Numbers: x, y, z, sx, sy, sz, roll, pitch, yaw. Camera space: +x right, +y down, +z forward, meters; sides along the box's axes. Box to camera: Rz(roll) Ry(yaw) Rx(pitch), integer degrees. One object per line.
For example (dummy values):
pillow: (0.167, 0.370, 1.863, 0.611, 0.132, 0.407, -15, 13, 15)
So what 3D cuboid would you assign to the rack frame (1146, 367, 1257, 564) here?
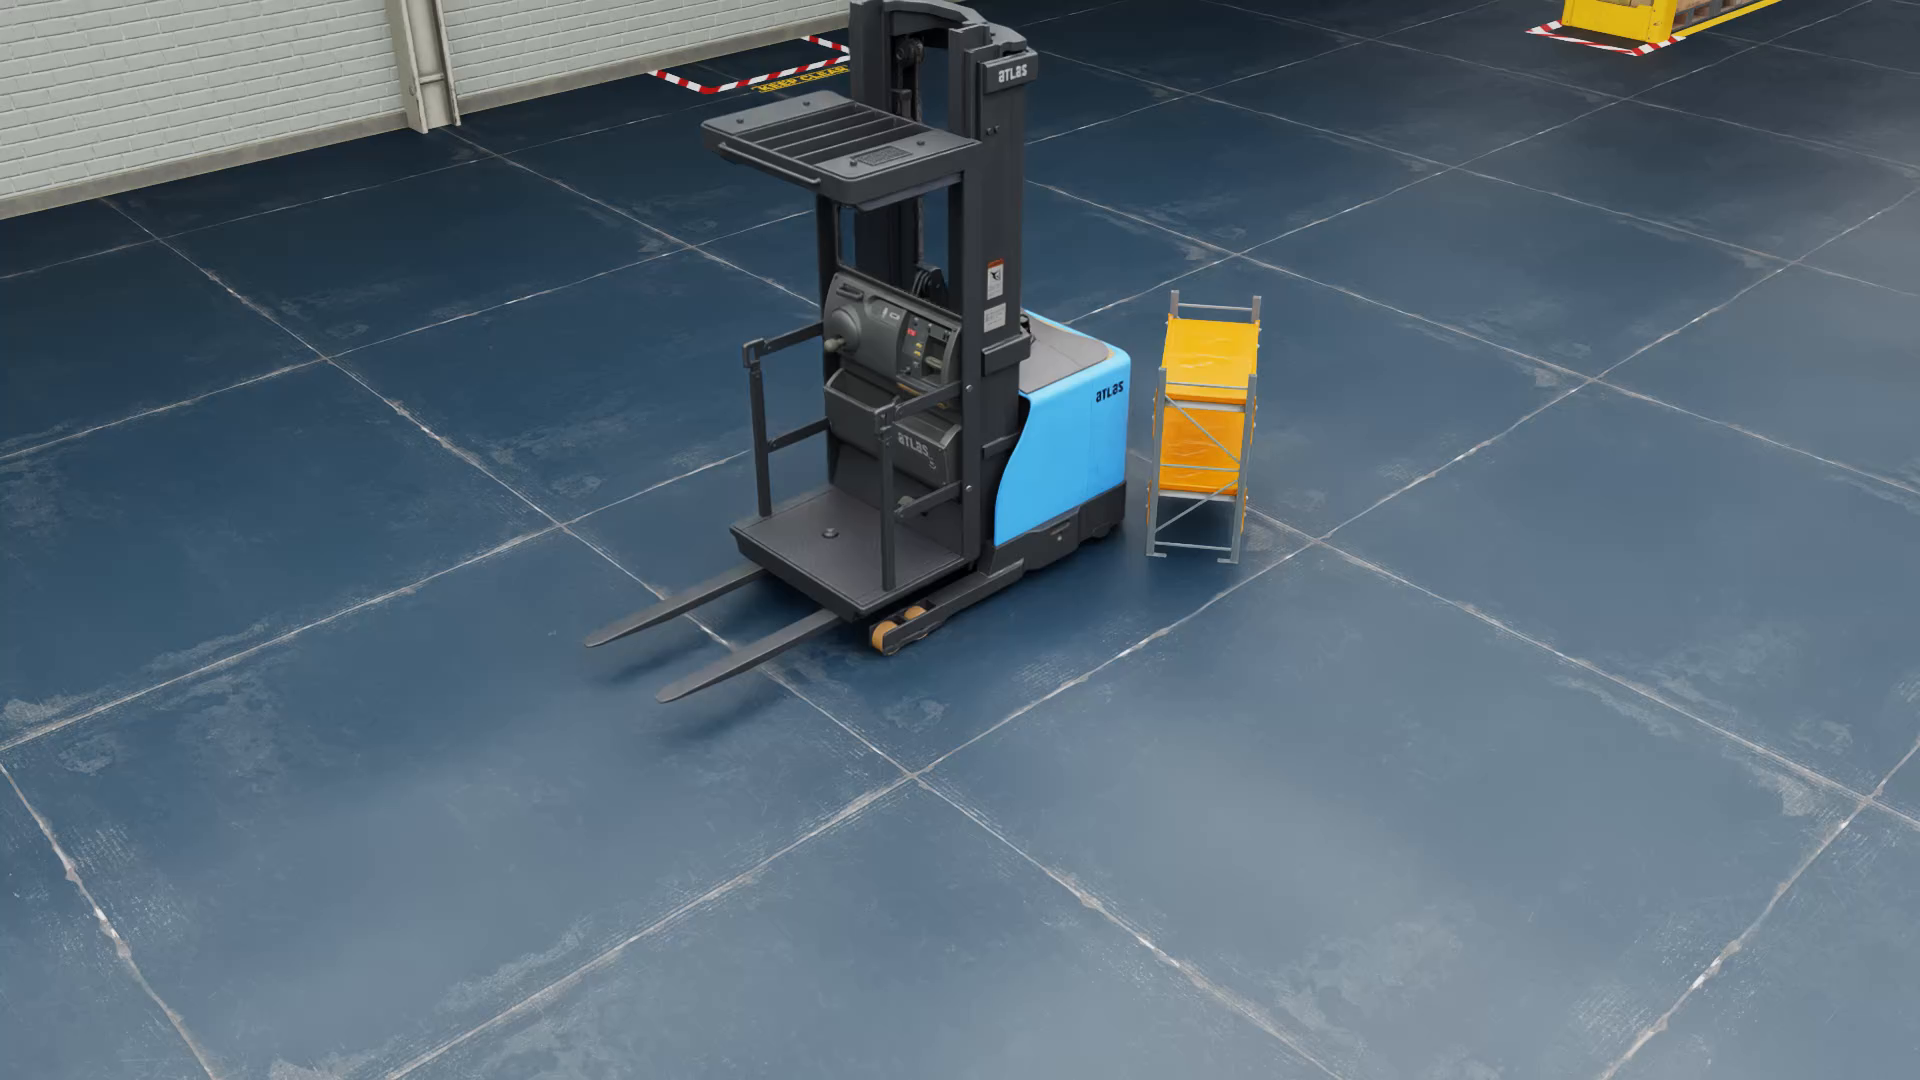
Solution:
rack frame: (1.266, -0.379, 8.792, 0.500, 1.125, 0.032, 5, 32, 8)

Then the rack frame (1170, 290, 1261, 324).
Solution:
rack frame: (1.440, -0.902, 9.647, 0.500, 1.125, 0.032, 5, 32, 8)

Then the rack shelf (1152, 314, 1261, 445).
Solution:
rack shelf: (1.353, -0.890, 9.067, 0.538, 0.278, 1.000, 5, 32, 8)

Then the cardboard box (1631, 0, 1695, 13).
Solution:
cardboard box: (7.852, -6.070, 18.534, 0.500, 0.250, 0.500, -26, 40, -35)

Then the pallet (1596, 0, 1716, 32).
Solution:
pallet: (7.840, -6.056, 18.951, 1.213, 0.211, 1.003, -26, 40, -35)

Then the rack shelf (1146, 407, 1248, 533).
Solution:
rack shelf: (1.353, -0.432, 9.347, 0.538, 0.278, 1.000, 5, 32, 8)

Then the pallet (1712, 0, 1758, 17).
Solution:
pallet: (8.734, -6.487, 19.655, 1.213, 0.211, 1.003, -26, 40, -35)

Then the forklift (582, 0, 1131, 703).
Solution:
forklift: (-0.495, -0.984, 8.049, 3.031, 2.935, 1.130, -26, 40, -36)

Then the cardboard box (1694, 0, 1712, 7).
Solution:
cardboard box: (8.216, -6.248, 18.826, 0.500, 0.250, 0.500, -26, 40, -35)

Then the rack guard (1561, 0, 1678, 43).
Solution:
rack guard: (7.290, -5.883, 18.392, 0.348, 0.500, 1.175, -26, 40, -35)

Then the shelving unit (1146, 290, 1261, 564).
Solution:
shelving unit: (1.353, -0.641, 9.220, 0.538, 1.125, 1.048, 5, 32, 8)

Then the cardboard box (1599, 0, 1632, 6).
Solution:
cardboard box: (7.500, -6.268, 18.858, 0.500, 0.250, 0.500, -26, 40, -35)

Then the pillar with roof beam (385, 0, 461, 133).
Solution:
pillar with roof beam: (-2.010, -6.087, 10.579, 0.400, 9.000, 9.100, -26, 40, -35)
